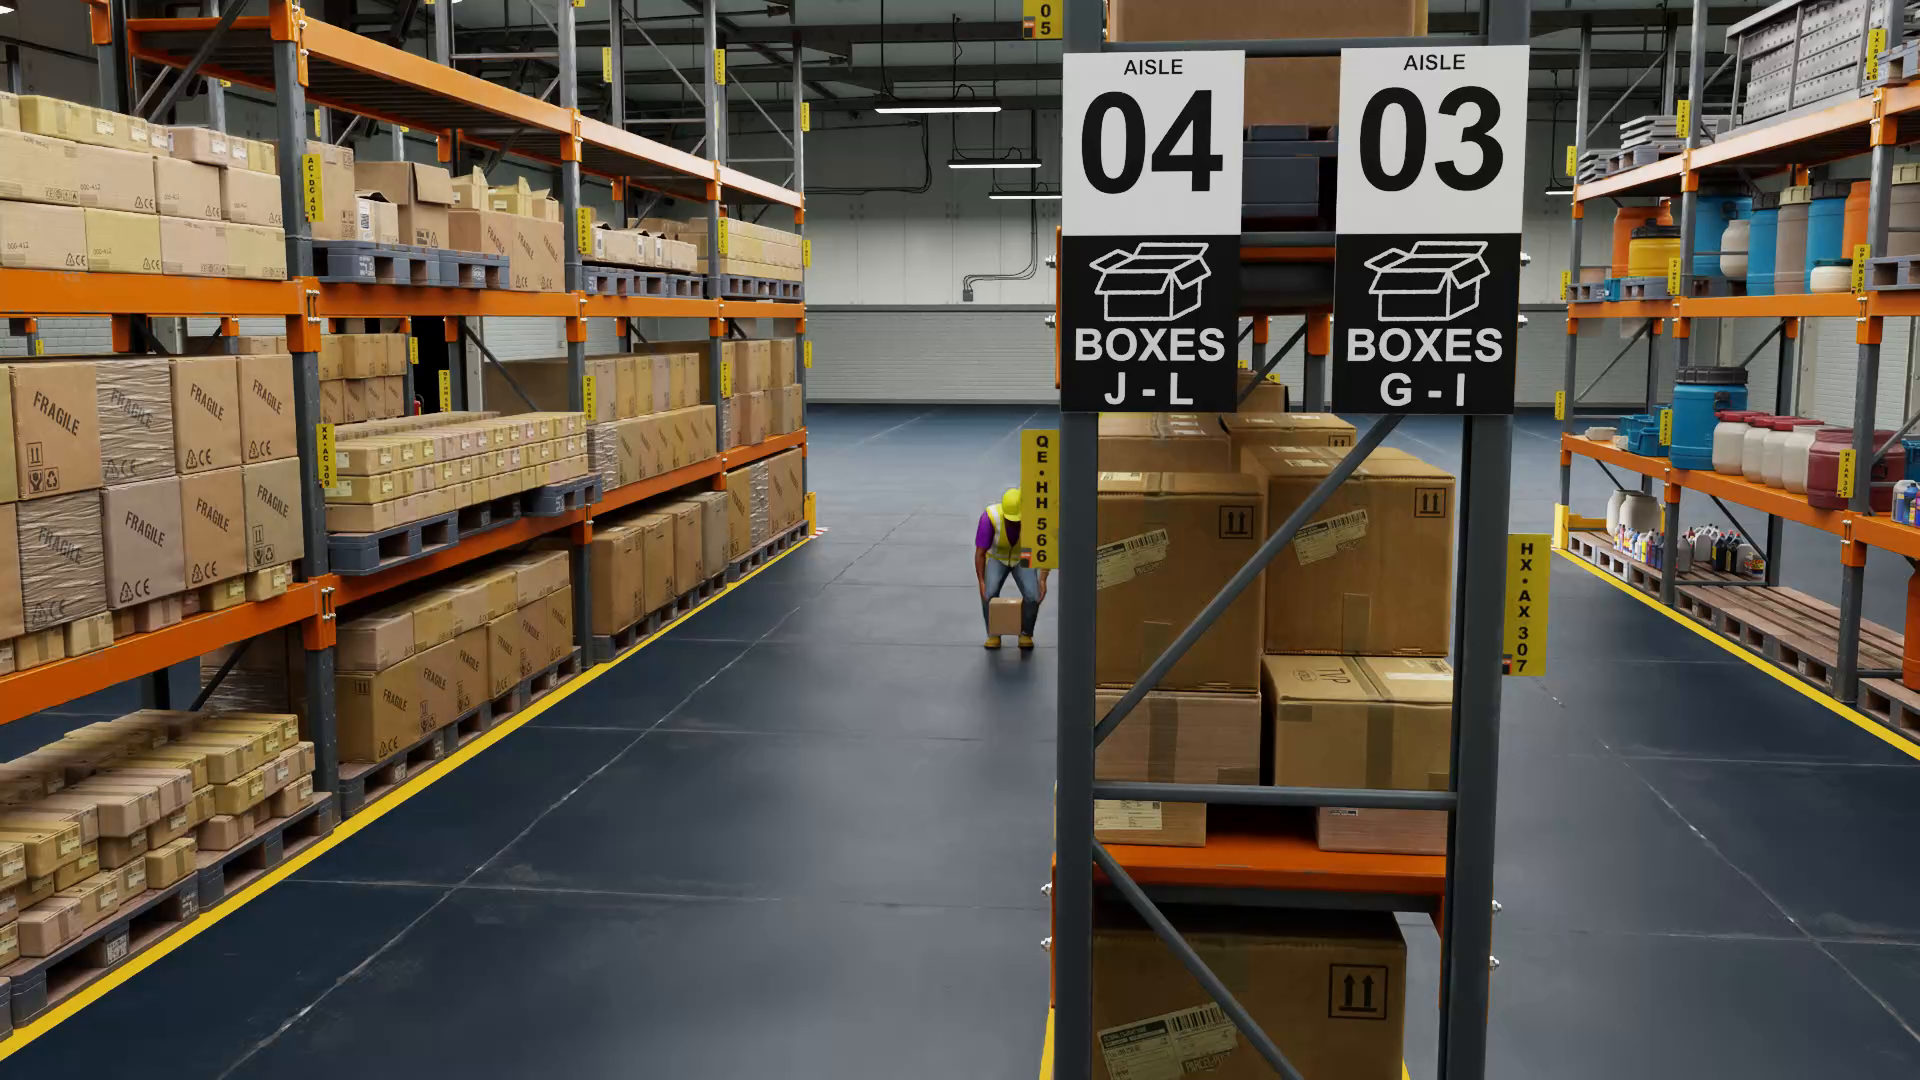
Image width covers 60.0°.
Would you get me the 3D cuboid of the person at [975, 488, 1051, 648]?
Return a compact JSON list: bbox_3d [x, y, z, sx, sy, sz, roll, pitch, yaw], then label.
[{"bbox_3d":[0.438,0.214,13.305,0.630,1.317,0.802,1,8,4],"label":"person"}]
